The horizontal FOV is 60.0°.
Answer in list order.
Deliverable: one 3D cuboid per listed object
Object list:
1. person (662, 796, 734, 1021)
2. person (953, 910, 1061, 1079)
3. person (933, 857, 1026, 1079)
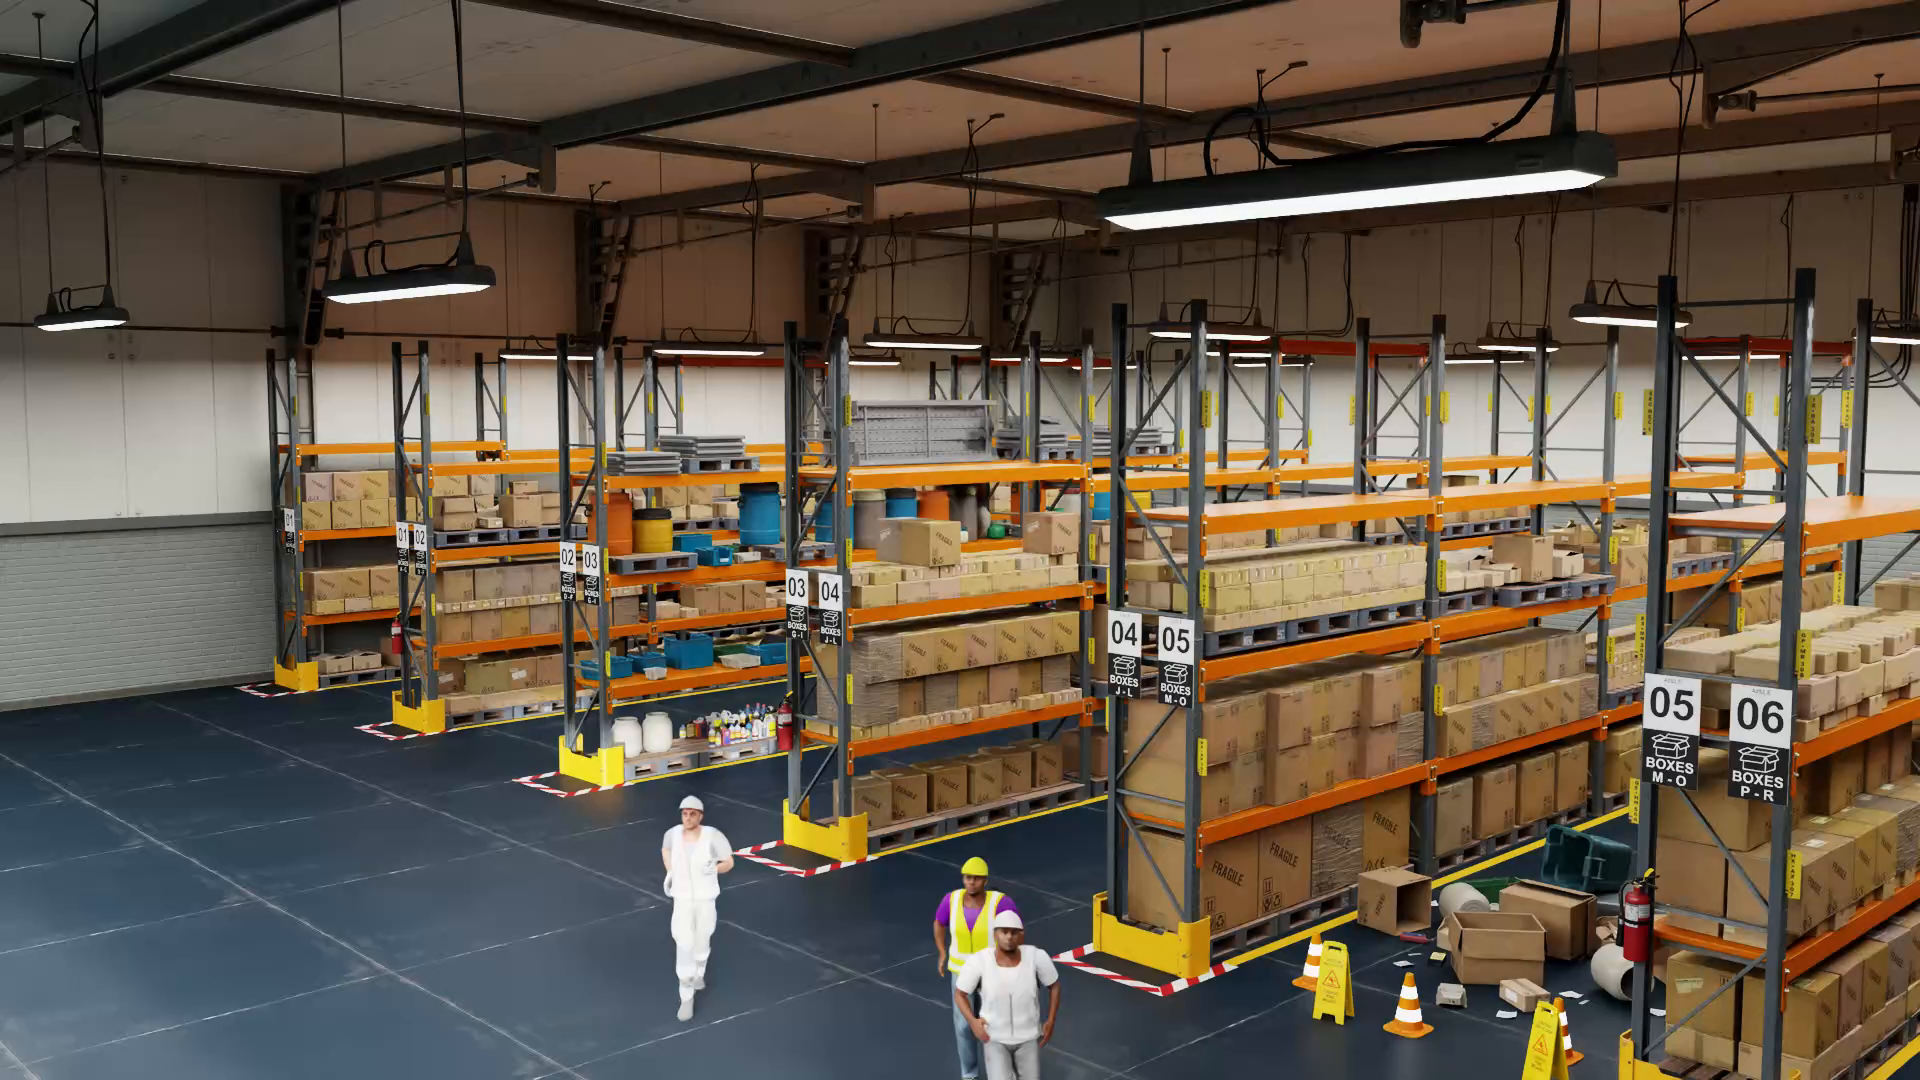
[{"bbox_3d":[-2.221,3.064,14.083,0.619,1.850,0.785,0,5,-6],"label":"person"},{"bbox_3d":[0.327,3.345,11.287,0.735,1.724,0.614,-1,5,-7],"label":"person"},{"bbox_3d":[0.136,3.225,12.499,0.717,1.752,0.820,1,5,10],"label":"person"}]
